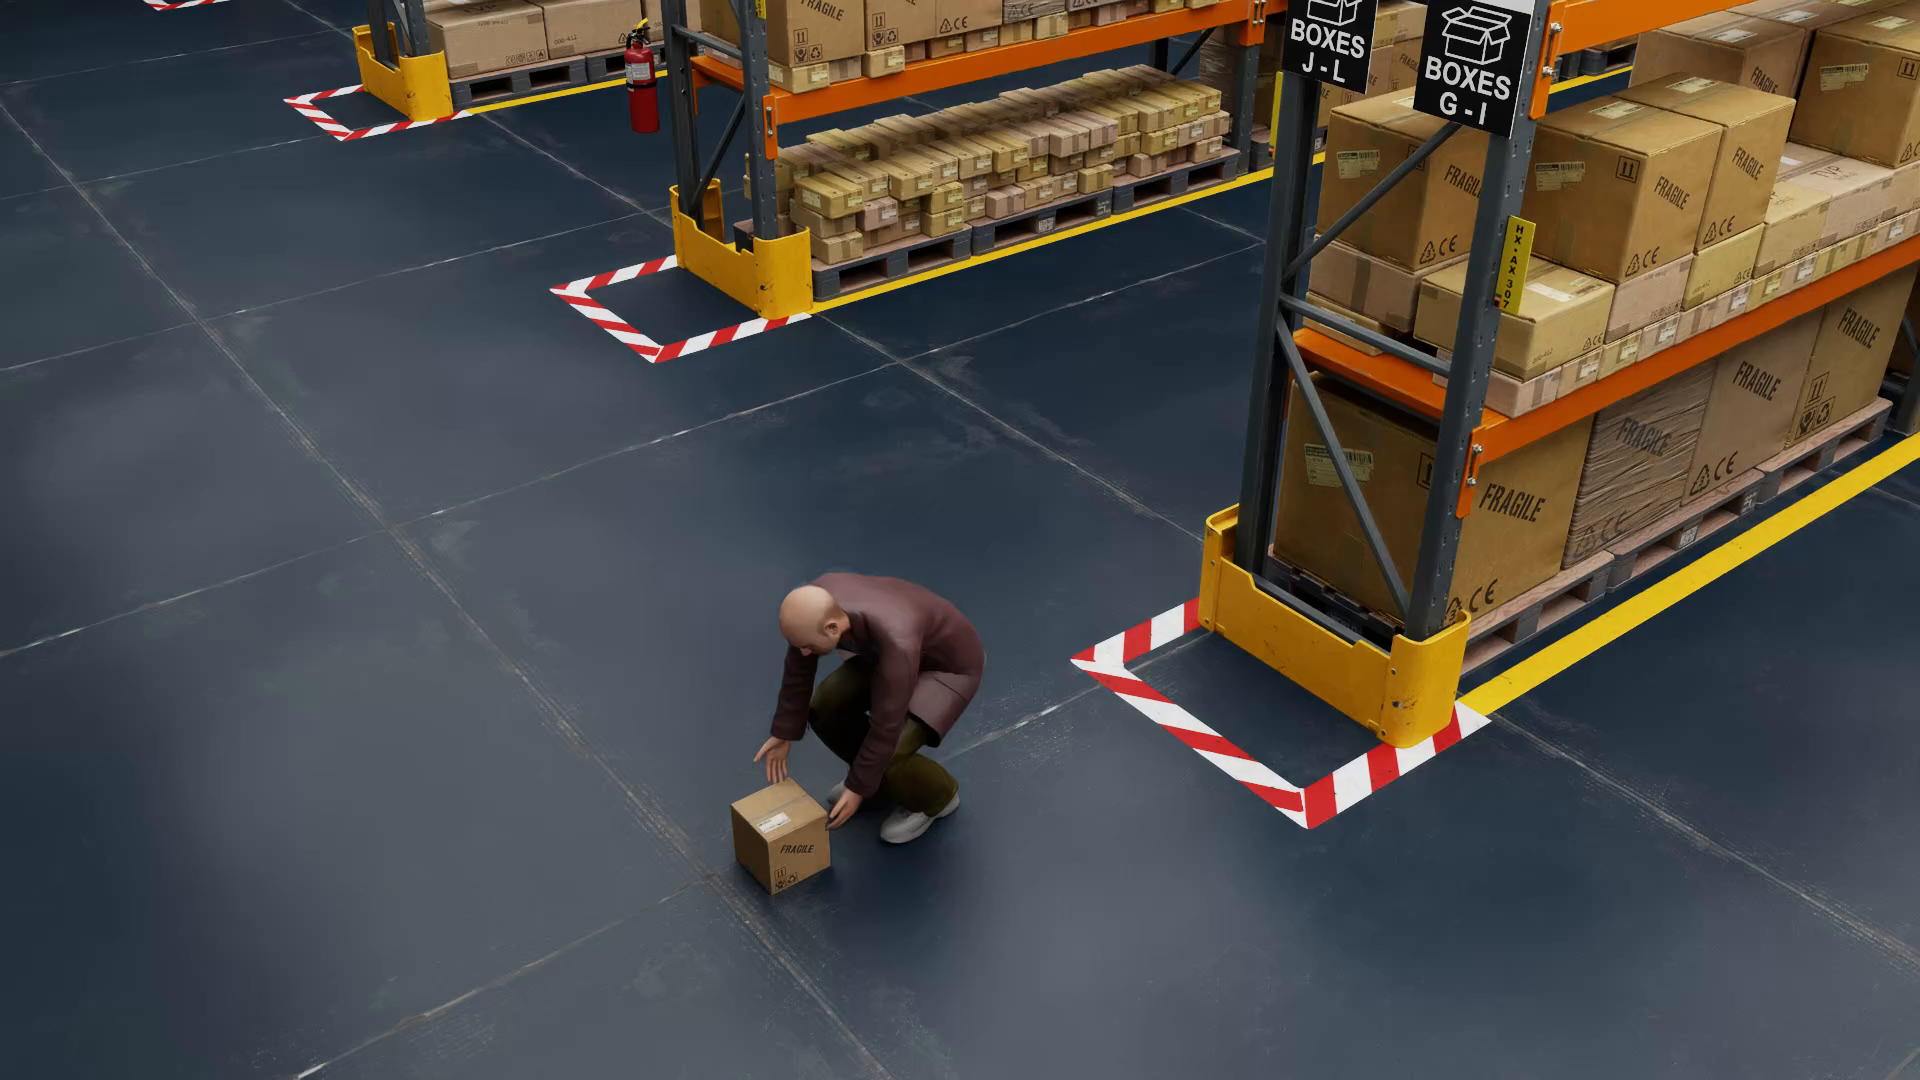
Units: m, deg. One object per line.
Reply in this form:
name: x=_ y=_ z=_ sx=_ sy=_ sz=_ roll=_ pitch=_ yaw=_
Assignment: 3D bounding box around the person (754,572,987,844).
person: x=-0.275 y=0.542 z=5.875 sx=0.843 sy=1.146 sz=0.620 roll=-22 pitch=38 yaw=-31
